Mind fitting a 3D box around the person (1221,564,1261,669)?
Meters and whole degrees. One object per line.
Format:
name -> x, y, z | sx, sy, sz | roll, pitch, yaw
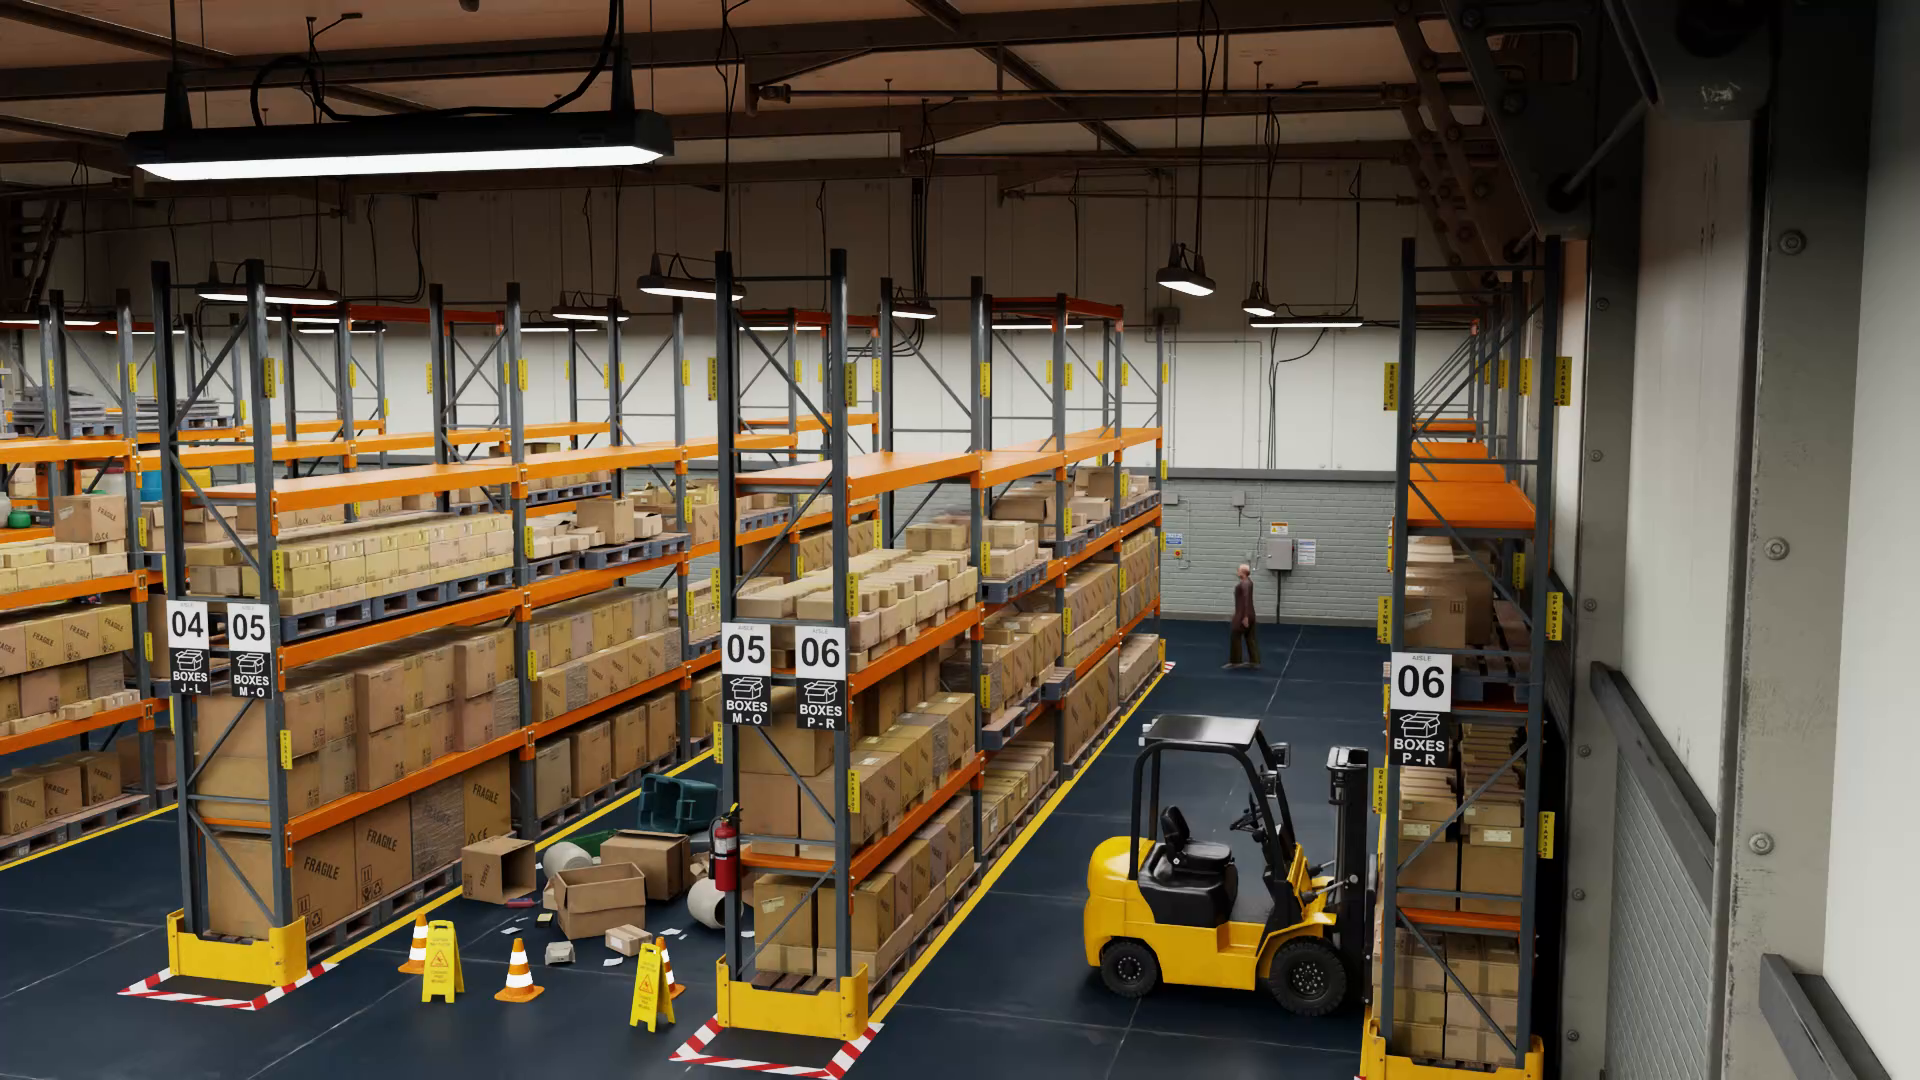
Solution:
person -> 4.804, 1.313, 28.201 | 0.685, 1.811, 0.641 | 3, 7, 26
